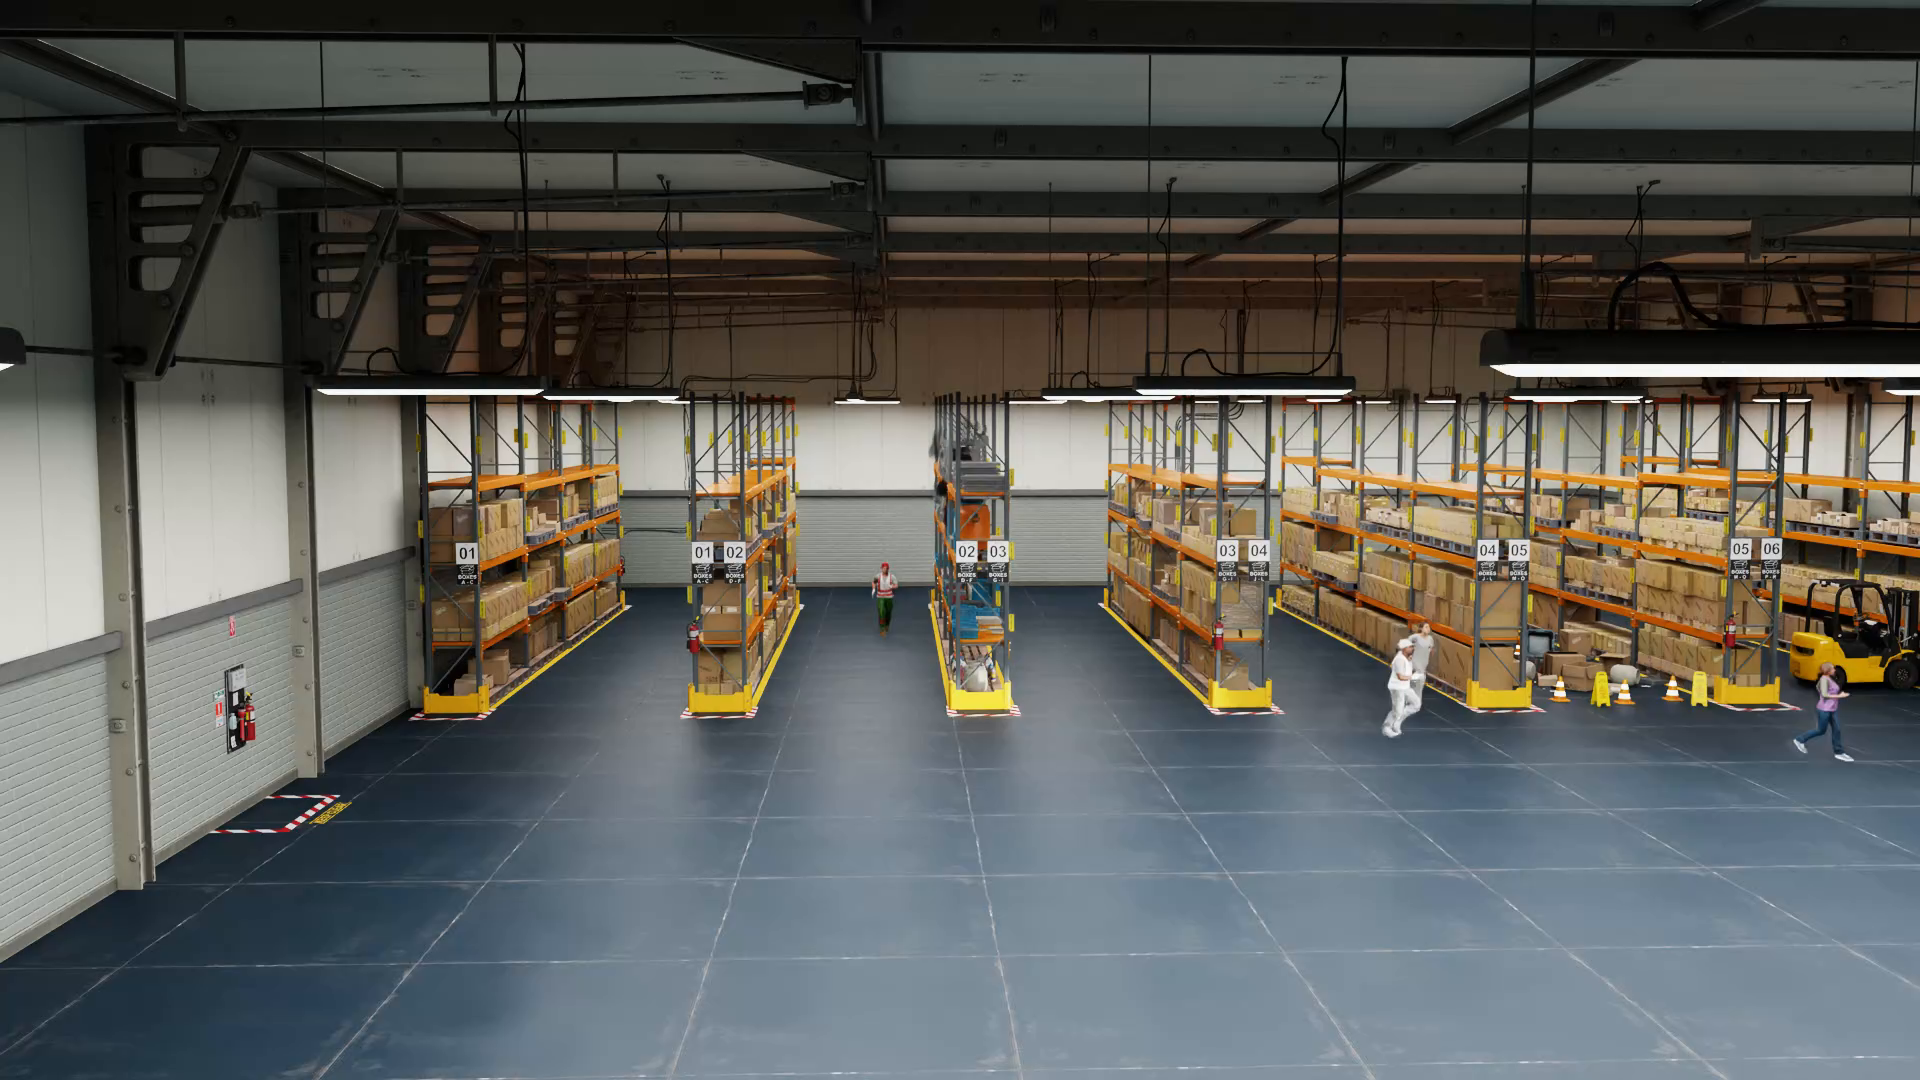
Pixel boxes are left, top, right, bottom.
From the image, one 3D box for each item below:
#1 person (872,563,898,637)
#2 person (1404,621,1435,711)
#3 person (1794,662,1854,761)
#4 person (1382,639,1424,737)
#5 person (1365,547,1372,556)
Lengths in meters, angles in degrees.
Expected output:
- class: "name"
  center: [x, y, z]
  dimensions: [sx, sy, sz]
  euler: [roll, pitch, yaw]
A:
- class: "person"
  center: [-1.881, 1.471, 41.664]
  dimensions: [0.655, 1.817, 0.909]
  euler: [-1, 5, -6]
- class: "person"
  center: [8.740, 2.409, 31.653]
  dimensions: [0.556, 1.653, 0.762]
  euler: [-2, 5, -23]
- class: "person"
  center: [14.019, 2.757, 26.937]
  dimensions: [0.879, 1.586, 0.544]
  euler: [4, 6, 41]
- class: "person"
  center: [7.634, 2.548, 28.611]
  dimensions: [0.747, 1.724, 0.724]
  euler: [3, 5, 31]
- class: "person"
  center: [11.495, 1.092, 46.882]
  dimensions: [0.757, 1.805, 0.828]
  euler: [0, 5, -2]
